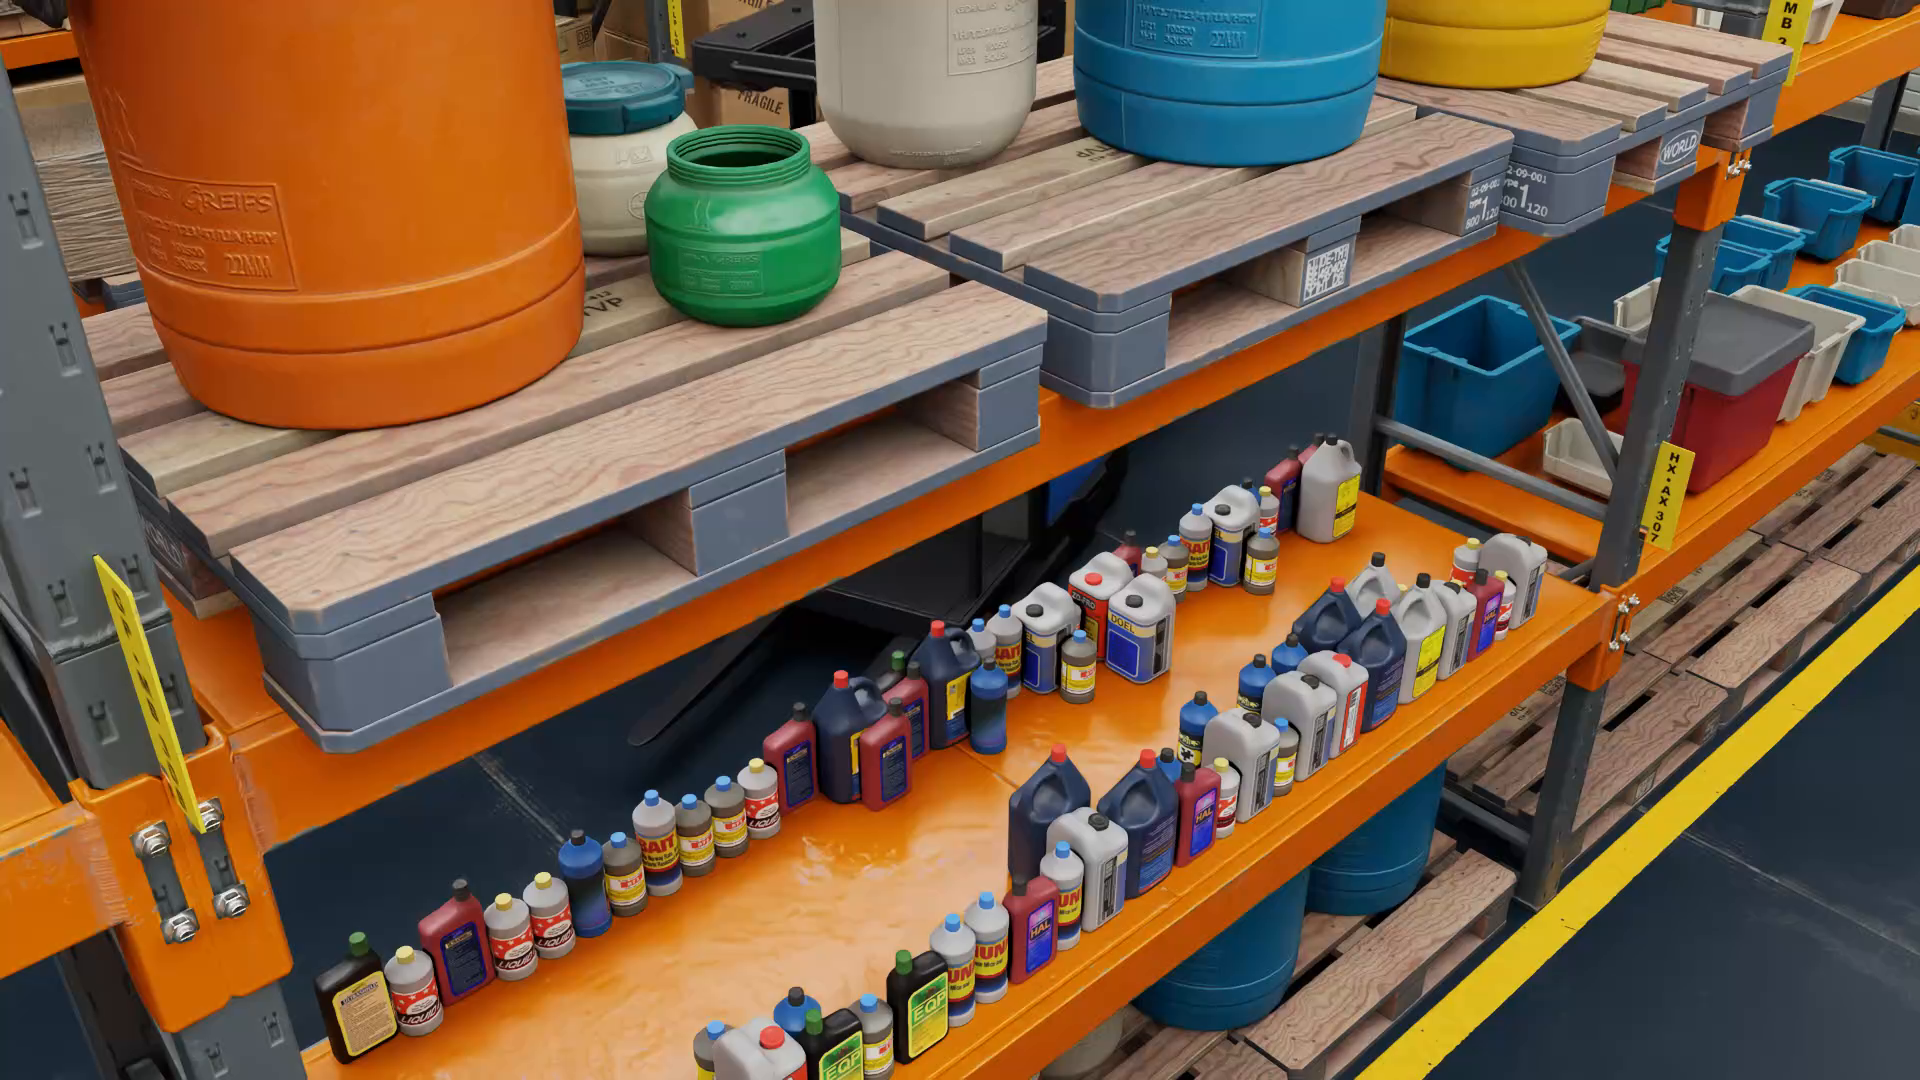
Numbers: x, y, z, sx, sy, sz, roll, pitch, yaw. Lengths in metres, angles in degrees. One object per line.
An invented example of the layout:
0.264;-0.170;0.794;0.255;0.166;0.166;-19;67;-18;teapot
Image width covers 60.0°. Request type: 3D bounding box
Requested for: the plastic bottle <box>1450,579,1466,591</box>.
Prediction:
1.396;0.206;4.729;0.097;0.201;0.097;0;31;0;plastic bottle

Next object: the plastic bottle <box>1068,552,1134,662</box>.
0.393;0.182;4.697;0.135;0.276;0.152;-26;40;-35;plastic bottle

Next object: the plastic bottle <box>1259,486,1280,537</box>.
0.942;-0.071;5.182;0.097;0.201;0.097;0;31;0;plastic bottle

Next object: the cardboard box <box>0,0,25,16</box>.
-5.974;-3.566;10.307;0.500;0.500;0.500;-26;40;-35;cardboard box

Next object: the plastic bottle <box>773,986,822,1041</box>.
-0.324;1.008;3.350;0.097;0.271;0.097;0;31;0;plastic bottle

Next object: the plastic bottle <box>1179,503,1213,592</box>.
0.700;0.016;4.973;0.097;0.271;0.097;0;31;0;plastic bottle

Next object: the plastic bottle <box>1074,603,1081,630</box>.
0.290;0.244;4.666;0.097;0.201;0.097;0;31;0;plastic bottle

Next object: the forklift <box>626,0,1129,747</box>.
-0.272;-0.955;6.502;1.130;2.935;3.031;14;34;22;forklift

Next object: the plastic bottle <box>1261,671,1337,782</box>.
0.865;0.454;4.251;0.135;0.276;0.152;-26;40;-35;plastic bottle

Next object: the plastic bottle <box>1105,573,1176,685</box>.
0.497;0.240;4.602;0.135;0.276;0.152;-26;40;-35;plastic bottle

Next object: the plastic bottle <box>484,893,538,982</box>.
-0.990;0.863;3.654;0.097;0.201;0.097;0;31;0;plastic bottle

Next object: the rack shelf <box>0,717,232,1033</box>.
-2.729;0.937;1.156;4.000;0.370;1.077;-26;40;-35;rack shelf

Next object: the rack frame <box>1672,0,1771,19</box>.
1.671;-2.778;3.667;0.127;3.000;1.000;-26;40;-35;rack frame

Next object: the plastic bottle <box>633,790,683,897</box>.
-0.704;0.695;3.862;0.097;0.271;0.097;0;31;0;plastic bottle

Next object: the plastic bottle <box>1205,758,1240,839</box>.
0.629;0.620;4.051;0.097;0.201;0.097;0;31;0;plastic bottle

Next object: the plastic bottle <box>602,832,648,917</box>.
-0.775;0.759;3.823;0.097;0.201;0.097;0;31;0;plastic bottle

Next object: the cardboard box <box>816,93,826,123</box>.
-0.762;-2.416;8.731;0.500;0.500;0.500;-25;39;-35;cardboard box

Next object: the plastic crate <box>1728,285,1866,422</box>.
2.916;-0.664;6.017;0.530;0.282;0.437;-26;40;-35;plastic crate

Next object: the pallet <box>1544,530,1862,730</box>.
3.079;0.261;7.121;1.213;0.211;1.003;-26;40;-35;pallet

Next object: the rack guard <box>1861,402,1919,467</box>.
4.613;-0.584;8.226;0.348;0.500;1.175;-26;40;-35;rack guard

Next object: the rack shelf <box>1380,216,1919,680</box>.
3.137;-0.621;6.579;4.000;0.370;1.077;-26;40;-35;rack shelf

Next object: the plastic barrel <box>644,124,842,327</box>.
-0.329;-0.480;2.531;0.294;0.245;0.294;0;31;0;plastic barrel

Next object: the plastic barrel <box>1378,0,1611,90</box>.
1.140;-1.356;3.634;0.600;0.588;0.600;0;31;0;plastic barrel

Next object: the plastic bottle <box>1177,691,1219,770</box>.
0.597;0.497;4.184;0.097;0.271;0.097;0;31;0;plastic bottle

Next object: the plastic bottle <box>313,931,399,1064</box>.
-1.256;0.944;3.443;0.133;0.283;0.061;-26;40;-35;plastic bottle

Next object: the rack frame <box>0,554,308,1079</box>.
-1.262;1.201;2.911;0.127;3.000;1.000;-26;40;-35;rack frame

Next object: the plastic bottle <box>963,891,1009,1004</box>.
0.056;0.867;3.580;0.097;0.271;0.097;0;31;0;plastic bottle

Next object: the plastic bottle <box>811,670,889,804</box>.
-0.273;0.469;4.155;0.185;0.351;0.144;-26;40;-35;plastic bottle

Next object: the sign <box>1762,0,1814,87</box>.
2.043;-1.291;4.101;0.005;0.325;0.100;-26;40;-35;sign

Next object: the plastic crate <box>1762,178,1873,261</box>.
3.716;-1.396;7.261;0.300;0.233;0.416;-26;40;-35;plastic crate

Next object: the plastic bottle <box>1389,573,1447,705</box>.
1.219;0.254;4.507;0.185;0.351;0.144;-26;40;-35;plastic bottle

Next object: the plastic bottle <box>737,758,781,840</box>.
-0.490;0.621;4.049;0.097;0.201;0.097;0;31;0;plastic bottle

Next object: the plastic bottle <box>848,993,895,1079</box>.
-0.184;1.013;3.408;0.097;0.201;0.097;0;31;0;plastic bottle

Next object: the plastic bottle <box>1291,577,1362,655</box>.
0.986;0.264;4.489;0.185;0.351;0.144;-26;40;-35;plastic bottle

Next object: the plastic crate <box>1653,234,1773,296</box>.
3.013;-1.056;6.705;0.300;0.233;0.416;-26;40;-35;plastic crate

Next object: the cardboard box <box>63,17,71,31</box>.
-5.664;-3.392;10.643;0.250;0.149;0.380;-26;40;-35;cardboard box

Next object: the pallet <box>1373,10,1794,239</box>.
1.162;-1.102;3.982;1.003;0.211;1.213;-26;40;-35;pallet

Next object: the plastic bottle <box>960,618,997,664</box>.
0.048;0.331;4.457;0.097;0.271;0.097;0;31;0;plastic bottle

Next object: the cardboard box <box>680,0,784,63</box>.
-1.158;-2.643;8.143;0.500;0.500;0.500;-25;39;-34;cardboard box

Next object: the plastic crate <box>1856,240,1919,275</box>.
3.907;-1.094;6.860;0.243;0.136;0.396;-26;40;-35;plastic crate

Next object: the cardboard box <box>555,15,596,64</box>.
-2.194;-2.254;8.062;0.700;0.500;0.500;15;35;23;cardboard box

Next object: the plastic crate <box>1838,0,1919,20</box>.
2.768;-1.778;5.032;0.590;0.269;0.497;-26;40;-35;plastic crate

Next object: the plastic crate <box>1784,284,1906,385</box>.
3.272;-0.765;6.228;0.300;0.233;0.416;-26;40;-35;plastic crate

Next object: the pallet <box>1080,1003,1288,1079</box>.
0.182;1.664;4.826;1.213;0.211;1.003;-26;40;-35;pallet

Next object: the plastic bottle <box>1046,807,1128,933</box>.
0.292;0.732;3.797;0.135;0.276;0.152;-26;40;-35;plastic bottle

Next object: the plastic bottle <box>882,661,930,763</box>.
-0.143;0.449;4.253;0.133;0.283;0.061;-26;40;-35;plastic bottle

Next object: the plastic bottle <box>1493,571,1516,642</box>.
1.535;0.182;4.768;0.097;0.201;0.097;0;31;0;plastic bottle

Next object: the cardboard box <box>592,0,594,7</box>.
-2.993;-4.471;13.558;0.250;0.149;0.380;-26;40;-35;cardboard box

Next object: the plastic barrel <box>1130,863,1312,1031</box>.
0.741;0.935;4.954;0.708;0.901;0.600;-26;40;-35;plastic barrel

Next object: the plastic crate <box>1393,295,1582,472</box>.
1.781;-0.533;5.704;0.575;0.384;0.392;-26;40;-35;plastic crate
